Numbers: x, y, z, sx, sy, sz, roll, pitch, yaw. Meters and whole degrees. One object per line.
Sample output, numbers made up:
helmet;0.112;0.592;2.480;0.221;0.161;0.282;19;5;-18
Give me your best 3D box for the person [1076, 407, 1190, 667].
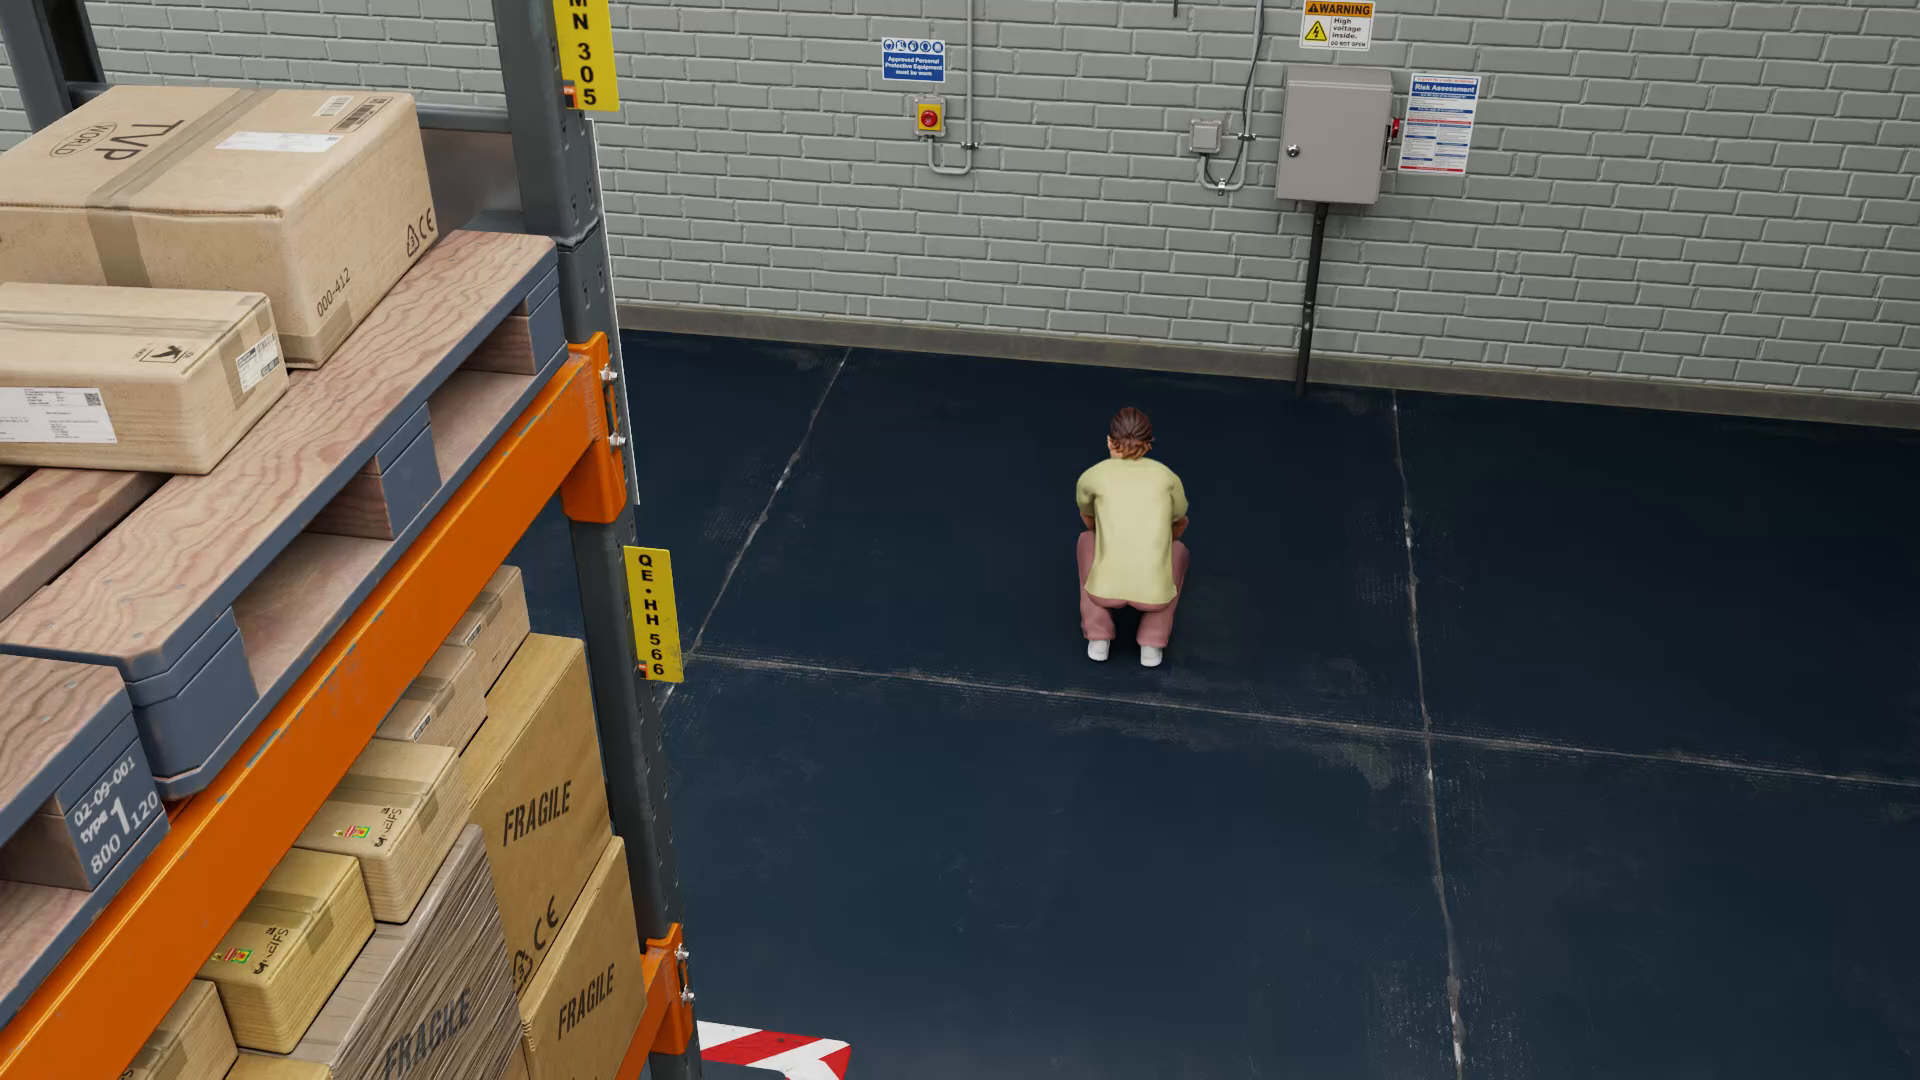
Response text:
person;0.709;-0.024;6.877;0.490;0.929;0.805;5;33;8
